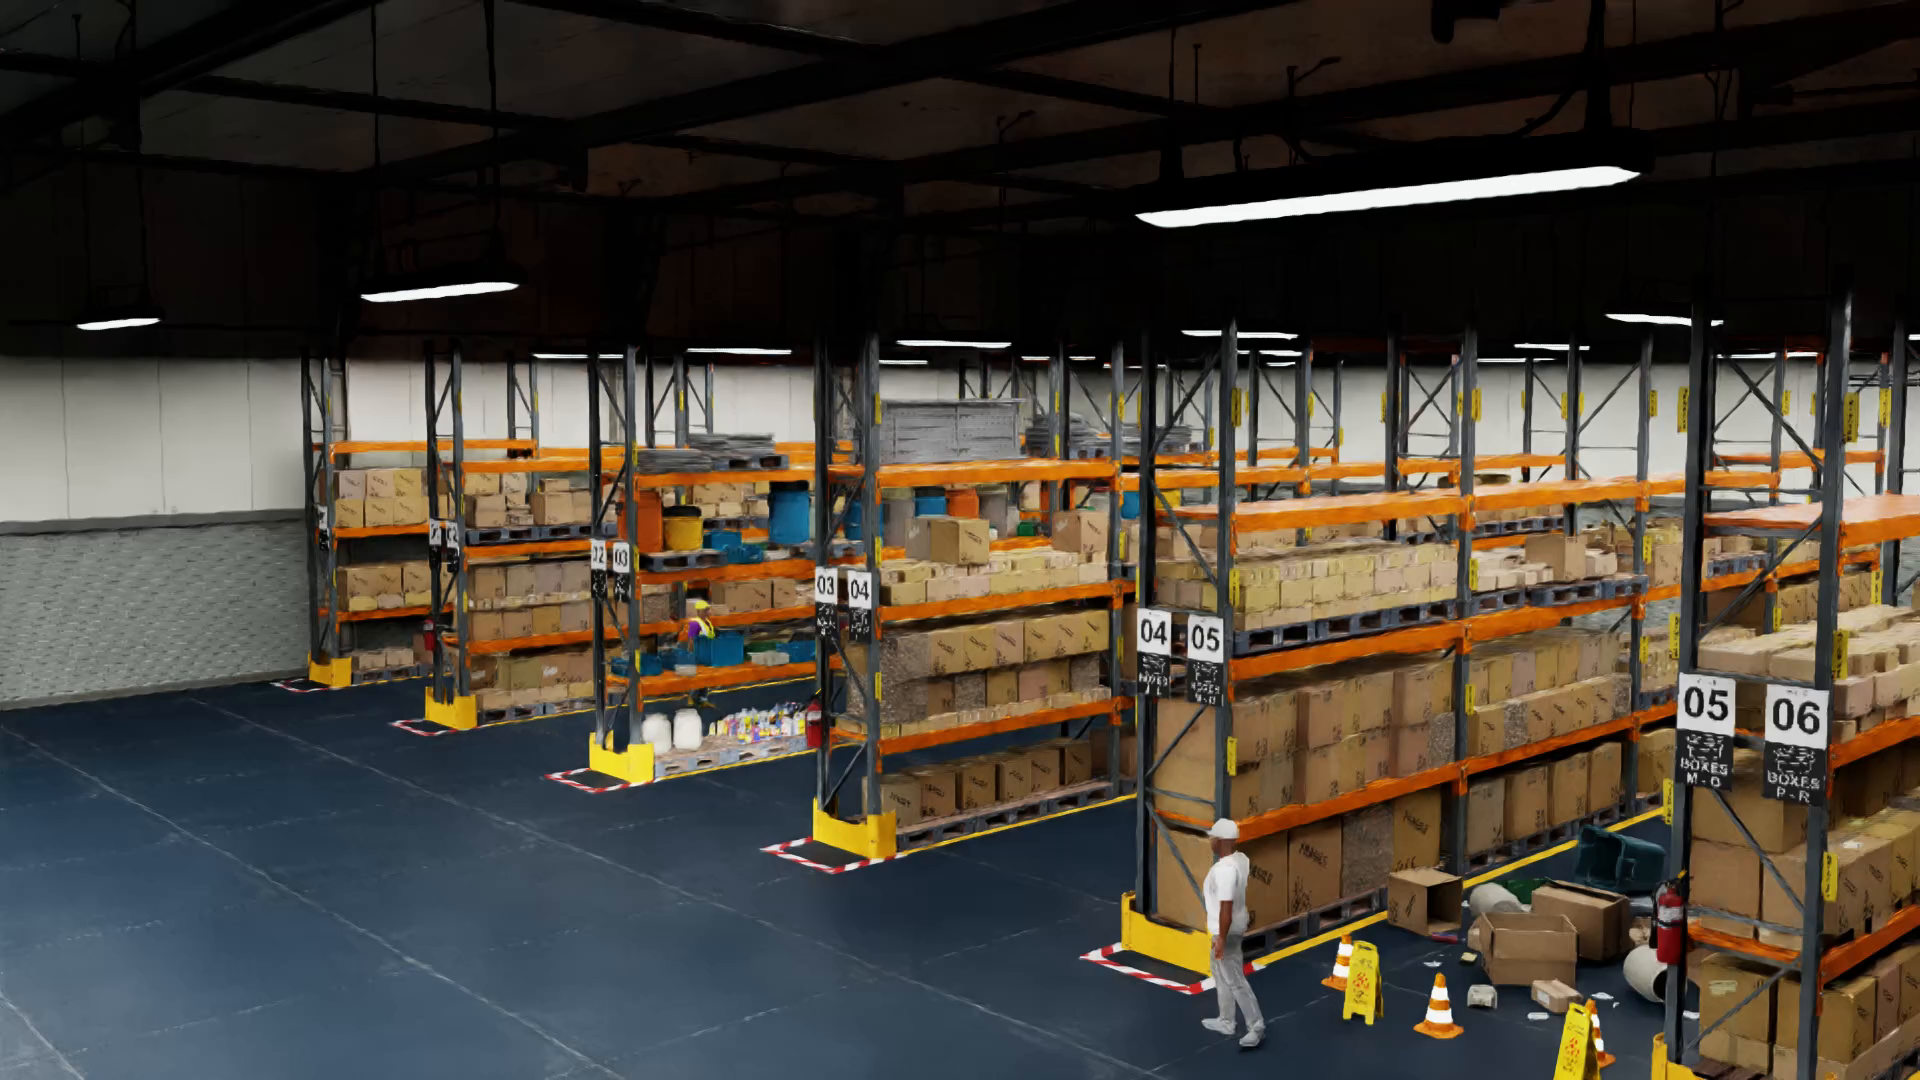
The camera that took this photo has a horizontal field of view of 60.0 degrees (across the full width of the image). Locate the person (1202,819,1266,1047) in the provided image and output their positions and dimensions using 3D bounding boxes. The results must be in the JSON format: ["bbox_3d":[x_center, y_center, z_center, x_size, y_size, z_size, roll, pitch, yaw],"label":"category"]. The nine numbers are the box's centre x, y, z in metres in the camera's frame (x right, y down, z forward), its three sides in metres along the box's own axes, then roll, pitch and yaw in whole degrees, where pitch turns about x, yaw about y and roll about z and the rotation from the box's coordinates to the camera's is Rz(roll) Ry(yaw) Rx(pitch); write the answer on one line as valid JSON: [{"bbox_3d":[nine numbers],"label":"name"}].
[{"bbox_3d":[2.208,3.124,13.362,0.550,1.758,0.661,2,5,18],"label":"person"}]

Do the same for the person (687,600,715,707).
[{"bbox_3d":[-4.256,1.876,27.371,0.457,1.763,0.609,2,5,21],"label":"person"}]
